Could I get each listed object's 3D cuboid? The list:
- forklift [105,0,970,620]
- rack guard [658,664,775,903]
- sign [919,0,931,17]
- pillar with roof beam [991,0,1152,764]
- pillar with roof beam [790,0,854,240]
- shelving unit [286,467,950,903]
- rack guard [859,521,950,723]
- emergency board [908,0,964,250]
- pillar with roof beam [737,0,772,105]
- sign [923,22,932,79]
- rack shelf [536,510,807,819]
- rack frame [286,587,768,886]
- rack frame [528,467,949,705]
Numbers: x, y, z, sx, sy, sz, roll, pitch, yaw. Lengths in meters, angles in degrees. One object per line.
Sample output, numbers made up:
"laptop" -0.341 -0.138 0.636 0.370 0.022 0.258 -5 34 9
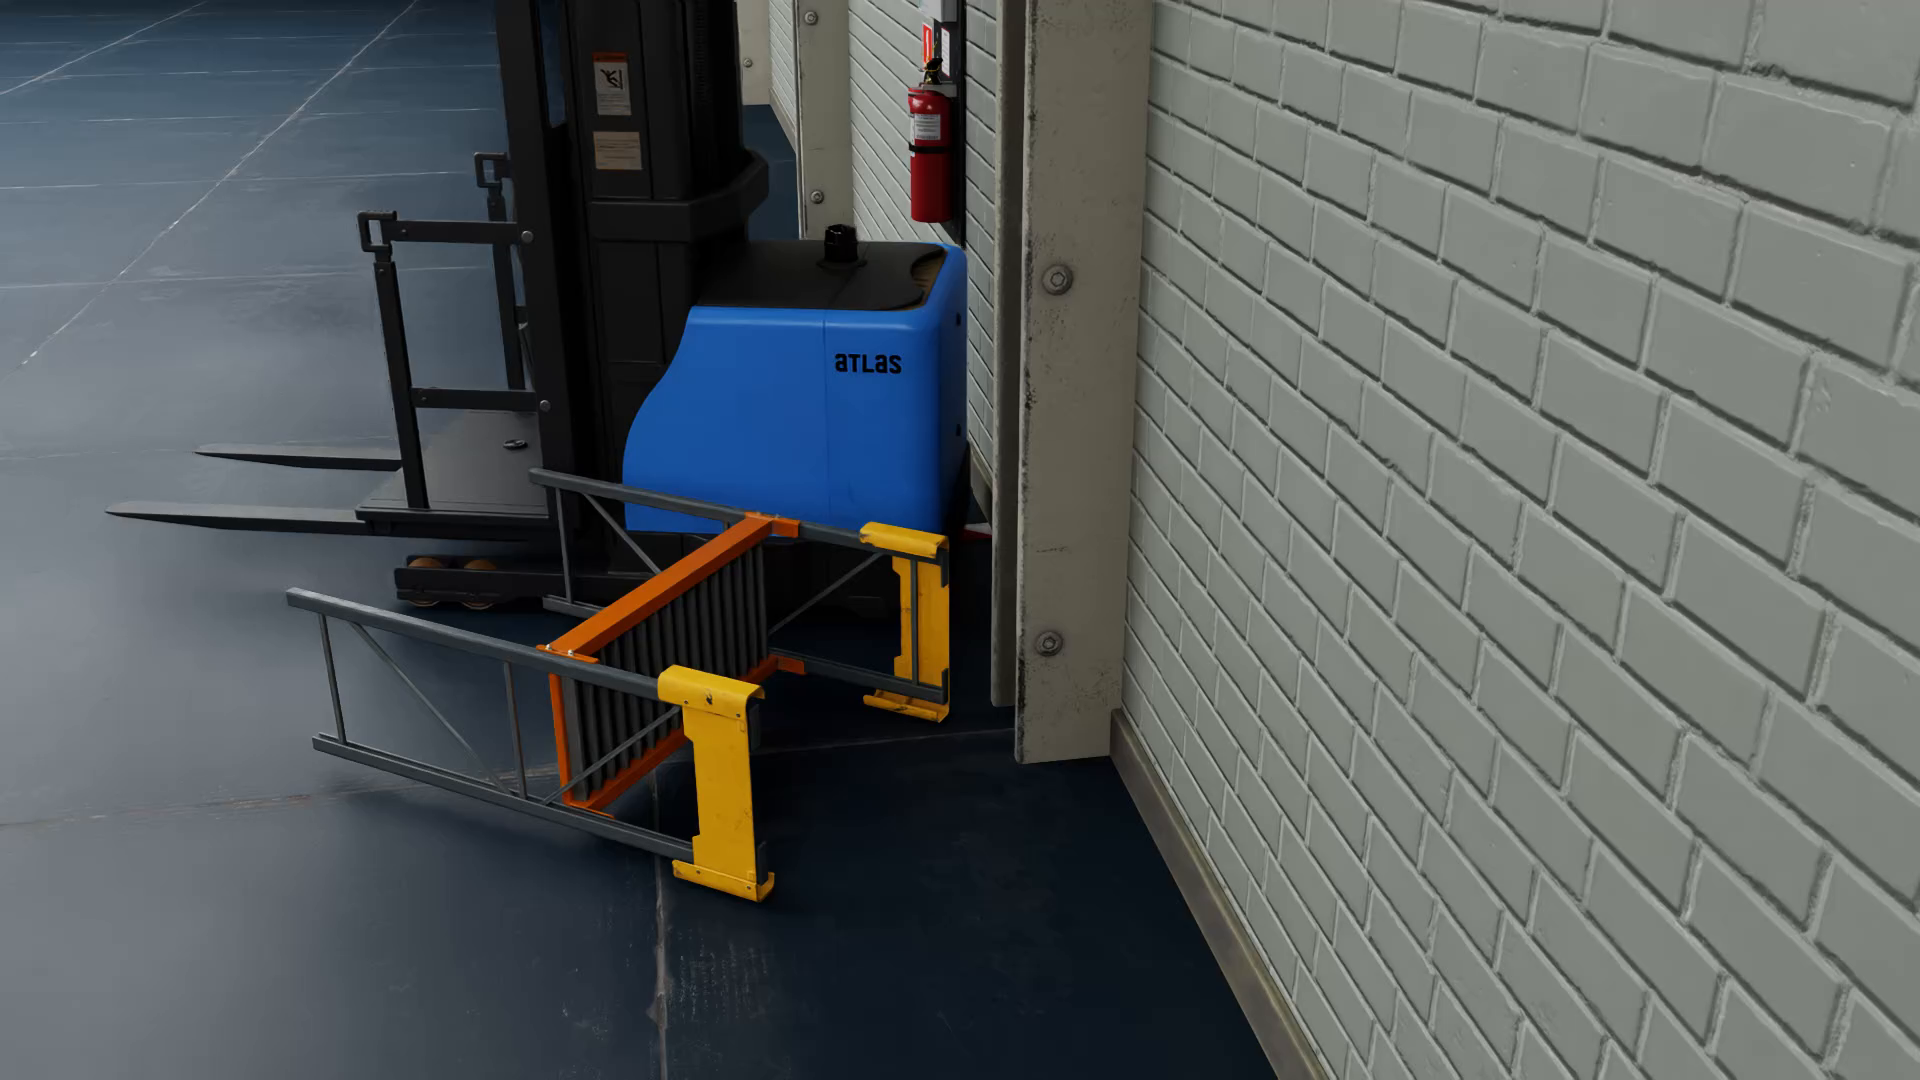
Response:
"forklift" -1.511 -1.312 5.591 3.031 2.935 1.130 2 24 5
"rack guard" -0.598 0.604 4.102 0.250 0.587 0.087 11 26 24
"sign" -0.146 -2.277 7.009 0.001 0.109 0.331 -4 24 -10
"pillar with roof beam" -3.949 -3.251 2.451 9.100 9.000 0.400 -4 24 -10
"pillar with roof beam" -5.058 -5.611 7.854 9.100 9.000 0.400 -4 24 -10
"shelving unit" -0.942 0.315 4.763 1.500 0.587 1.083 11 26 24
"rack guard" -0.162 0.245 4.922 0.250 0.587 0.087 11 26 24
"emergency board" -0.138 -1.795 6.613 0.194 1.169 0.643 -4 24 -10
"pillar with roof beam" -6.168 -7.971 13.258 9.100 9.000 0.400 -4 24 -10
"sign" -0.138 -2.037 7.121 0.001 0.329 0.234 -4 24 -10
"rack shelf" -0.776 0.343 4.698 0.185 0.538 1.000 11 26 24
"rack frame" -1.161 0.495 4.352 1.500 0.500 0.032 11 26 24
"rack frame" -0.715 0.129 5.189 1.500 0.500 0.032 11 26 24
